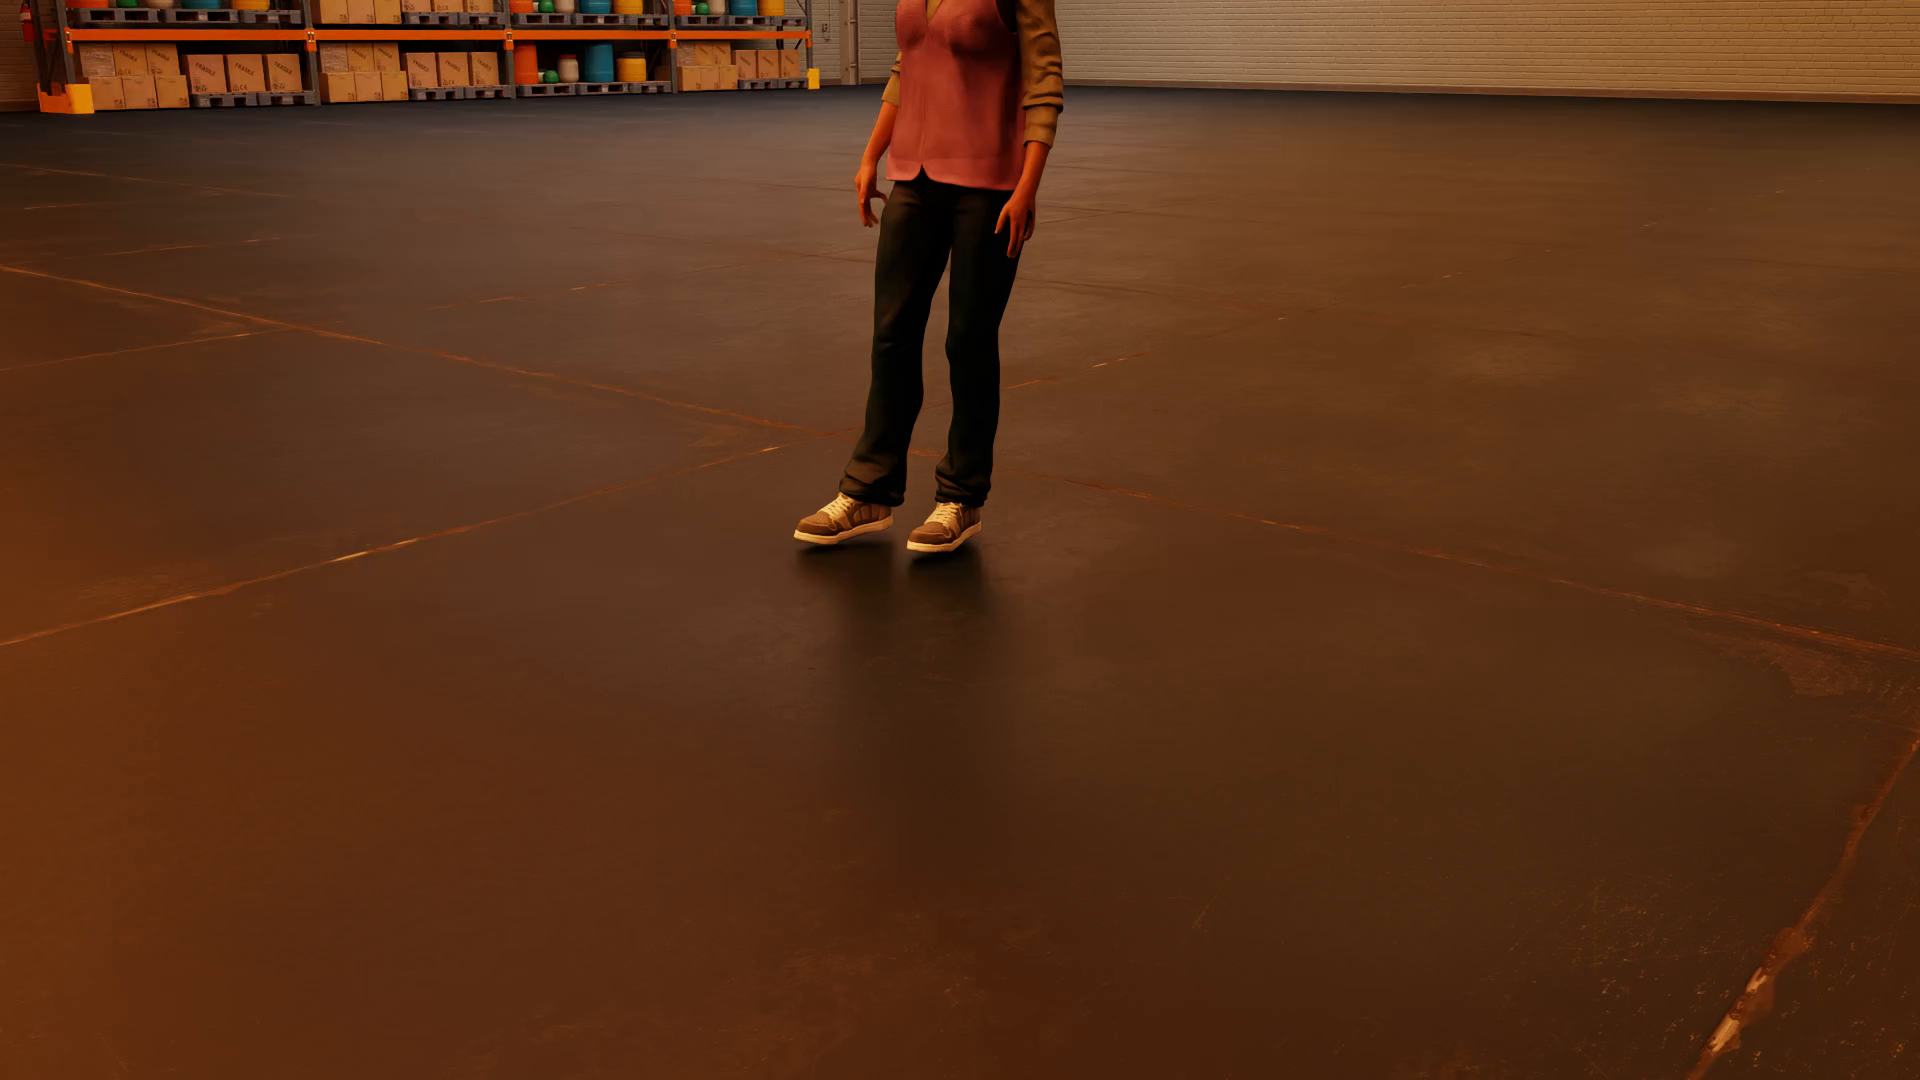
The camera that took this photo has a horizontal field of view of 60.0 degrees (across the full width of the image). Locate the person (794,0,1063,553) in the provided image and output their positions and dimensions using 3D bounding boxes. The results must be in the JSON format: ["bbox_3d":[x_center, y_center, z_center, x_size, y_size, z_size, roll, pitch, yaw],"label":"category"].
[{"bbox_3d":[-0.058,-0.757,3.662,0.520,1.597,0.476,13,21,37],"label":"person"}]
